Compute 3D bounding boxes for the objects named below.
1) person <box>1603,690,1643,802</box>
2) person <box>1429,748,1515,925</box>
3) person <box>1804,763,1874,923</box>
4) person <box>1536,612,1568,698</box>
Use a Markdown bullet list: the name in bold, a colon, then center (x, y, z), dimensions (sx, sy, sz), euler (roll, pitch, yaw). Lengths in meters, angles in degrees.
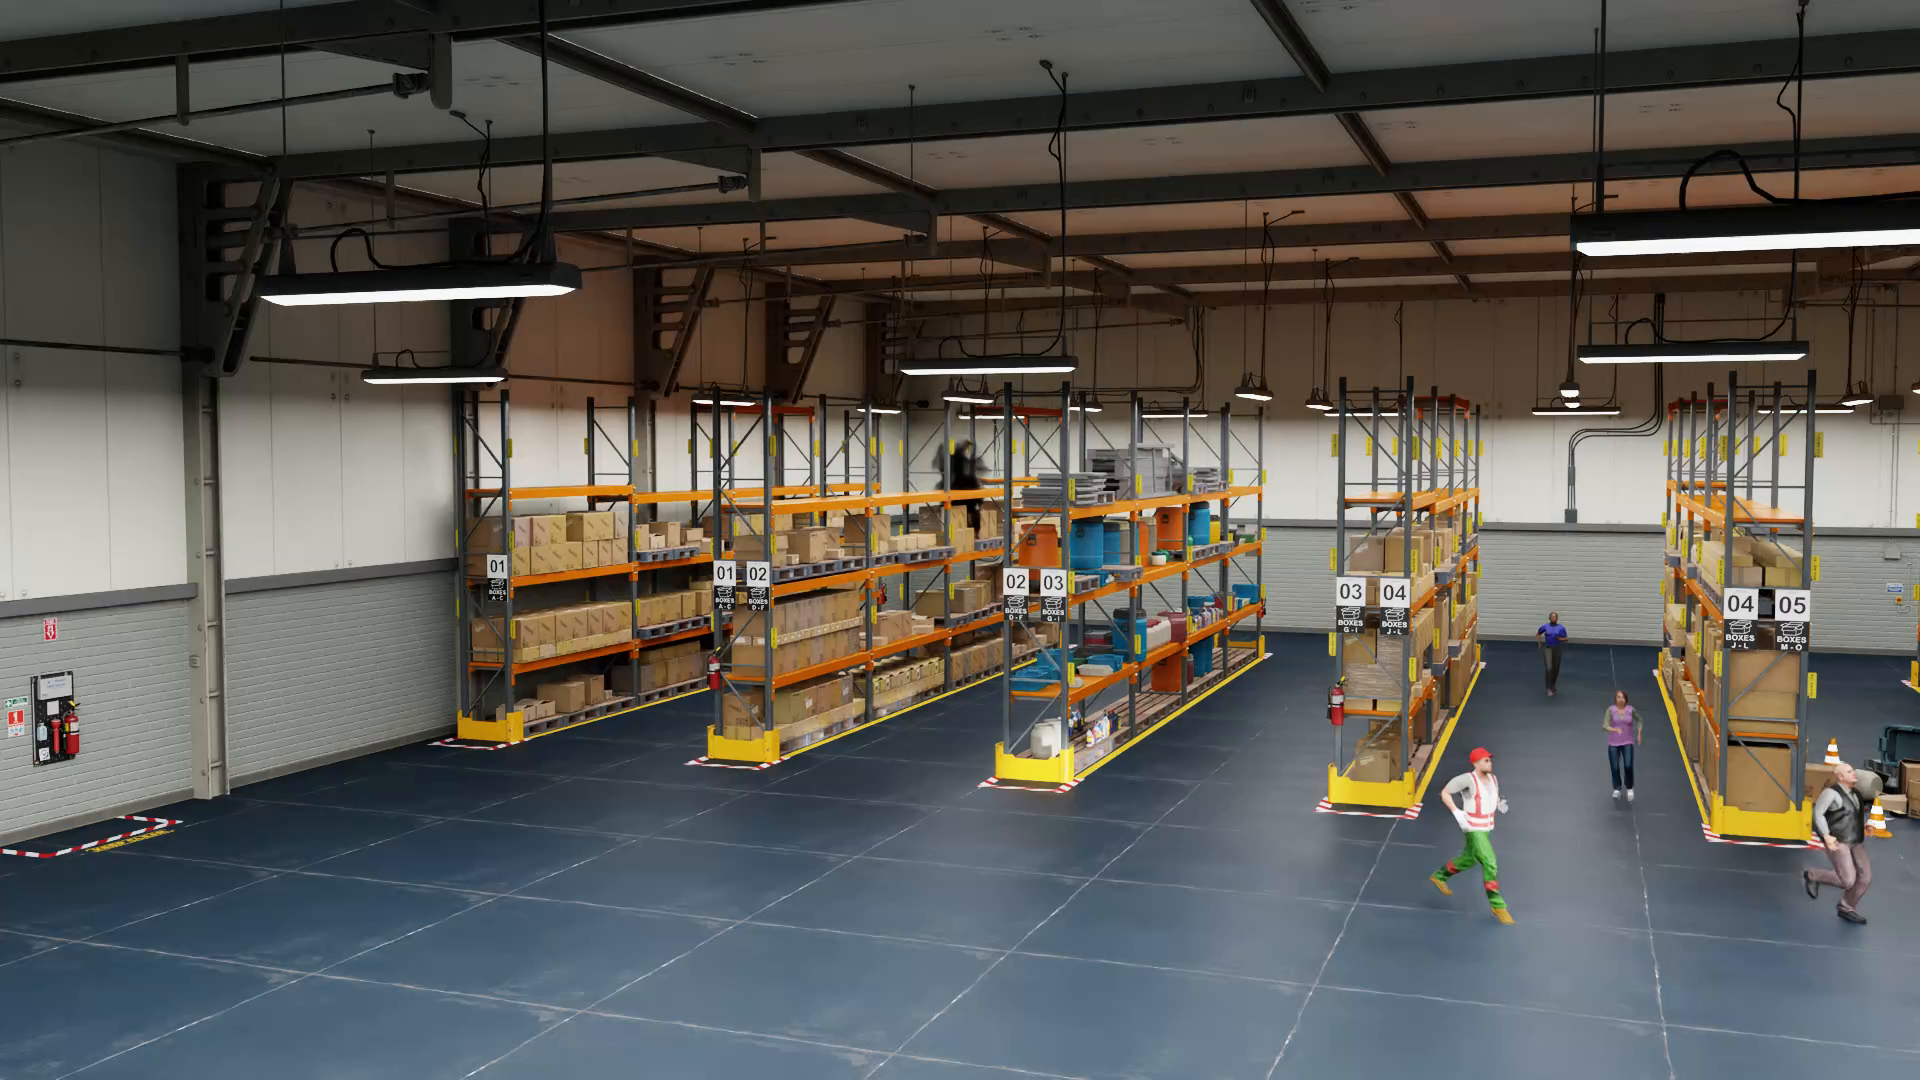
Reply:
- **person**: center (9.359, 2.917, 23.494), dimensions (0.528, 1.572, 0.650), euler (1, 3, 23)
- **person**: center (5.553, 3.128, 17.913), dimensions (0.621, 1.818, 1.097), euler (-3, 4, -43)
- **person**: center (9.376, 3.199, 17.699), dimensions (0.662, 1.656, 0.627), euler (-1, 3, -24)
- **person**: center (12.036, 2.305, 33.794), dimensions (0.556, 1.700, 0.832), euler (0, 3, 9)
